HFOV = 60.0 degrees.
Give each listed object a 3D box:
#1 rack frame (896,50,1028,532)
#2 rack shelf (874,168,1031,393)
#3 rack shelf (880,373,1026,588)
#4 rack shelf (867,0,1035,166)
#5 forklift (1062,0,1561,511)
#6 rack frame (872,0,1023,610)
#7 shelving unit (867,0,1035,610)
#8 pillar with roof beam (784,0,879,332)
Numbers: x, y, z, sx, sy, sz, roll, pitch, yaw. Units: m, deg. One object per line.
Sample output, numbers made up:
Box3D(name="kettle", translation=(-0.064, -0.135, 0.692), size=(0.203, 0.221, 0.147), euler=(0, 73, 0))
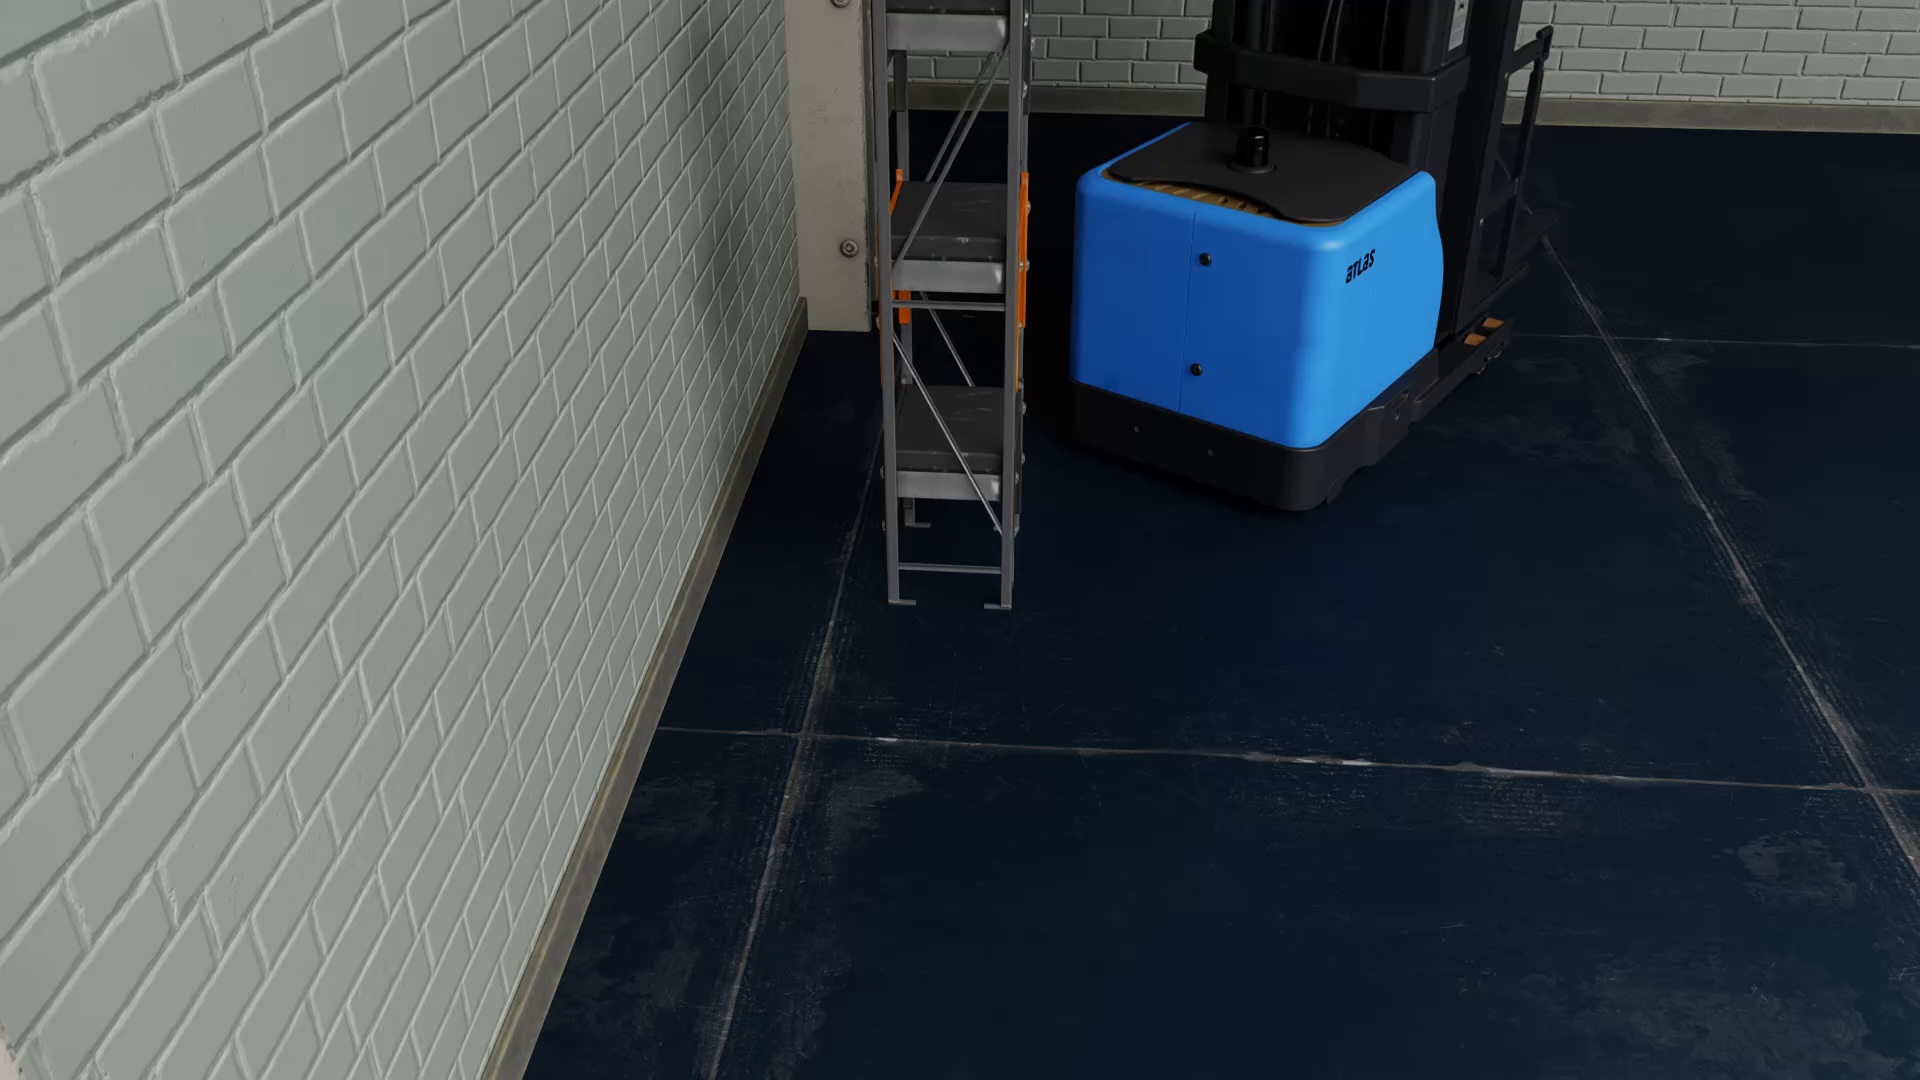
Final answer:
Box3D(name="rack frame", translation=(0.006, -0.935, 5.266), size=(0.400, 2.100, 0.015), euler=(2, 32, 4))
Box3D(name="rack shelf", translation=(-0.013, -0.796, 5.066), size=(0.431, 0.518, 0.480), euler=(2, 32, 4))
Box3D(name="rack shelf", translation=(-0.013, -0.200, 5.433), size=(0.431, 0.518, 0.480), euler=(2, 32, 4))
Box3D(name="rack shelf", translation=(-0.013, -1.392, 4.699), size=(0.431, 0.518, 0.480), euler=(2, 32, 4))
Box3D(name="forklift", translation=(1.663, -2.067, 6.310), size=(1.130, 2.935, 3.031), euler=(21, 37, 30))
Box3D(name="rack frame", translation=(-0.033, -0.680, 4.852), size=(0.400, 2.100, 0.015), euler=(2, 32, 4))
Box3D(name="shelving unit", translation=(-0.013, -0.807, 5.059), size=(0.431, 2.100, 0.503), euler=(2, 32, 4))
Box3D(name="pillar with roof beam", translation=(3.763, -4.662, 4.737), size=(9.100, 9.000, 0.400), euler=(2, 32, 4))
